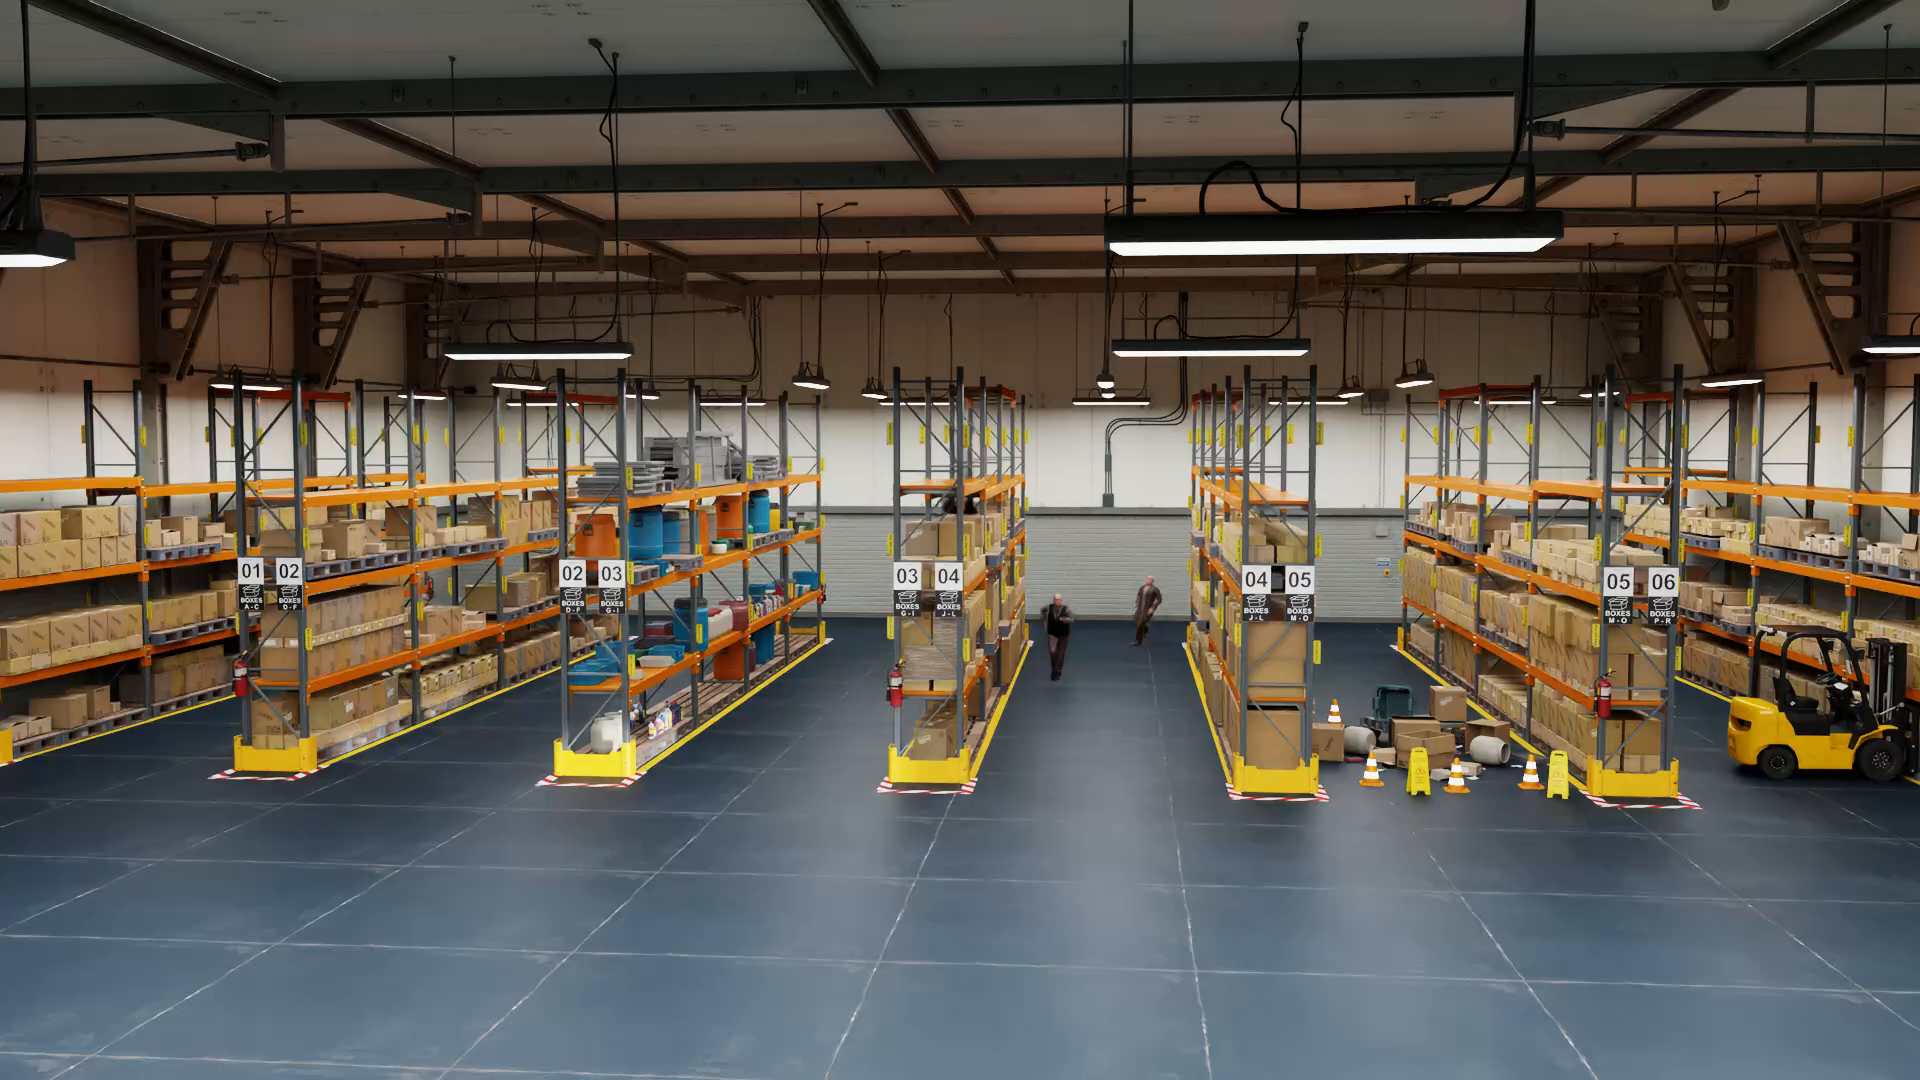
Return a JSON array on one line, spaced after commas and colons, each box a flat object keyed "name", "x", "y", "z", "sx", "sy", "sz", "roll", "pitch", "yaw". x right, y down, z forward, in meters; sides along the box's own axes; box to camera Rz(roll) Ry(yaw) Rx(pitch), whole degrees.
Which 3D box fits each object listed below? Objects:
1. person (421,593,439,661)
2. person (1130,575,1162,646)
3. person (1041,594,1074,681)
[{"name": "person", "x": -11.461, "y": 1.969, "z": 35.701, "sx": 0.616, "sy": 1.659, "sz": 0.554, "roll": 1, "pitch": 4, "yaw": 9}, {"name": "person", "x": 4.470, "y": 1.724, "z": 39.716, "sx": 0.752, "sy": 1.618, "sz": 0.673, "roll": 3, "pitch": 5, "yaw": 44}, {"name": "person", "x": 1.892, "y": 1.893, "z": 32.316, "sx": 0.644, "sy": 1.709, "sz": 0.866, "roll": 0, "pitch": 4, "yaw": 3}]
